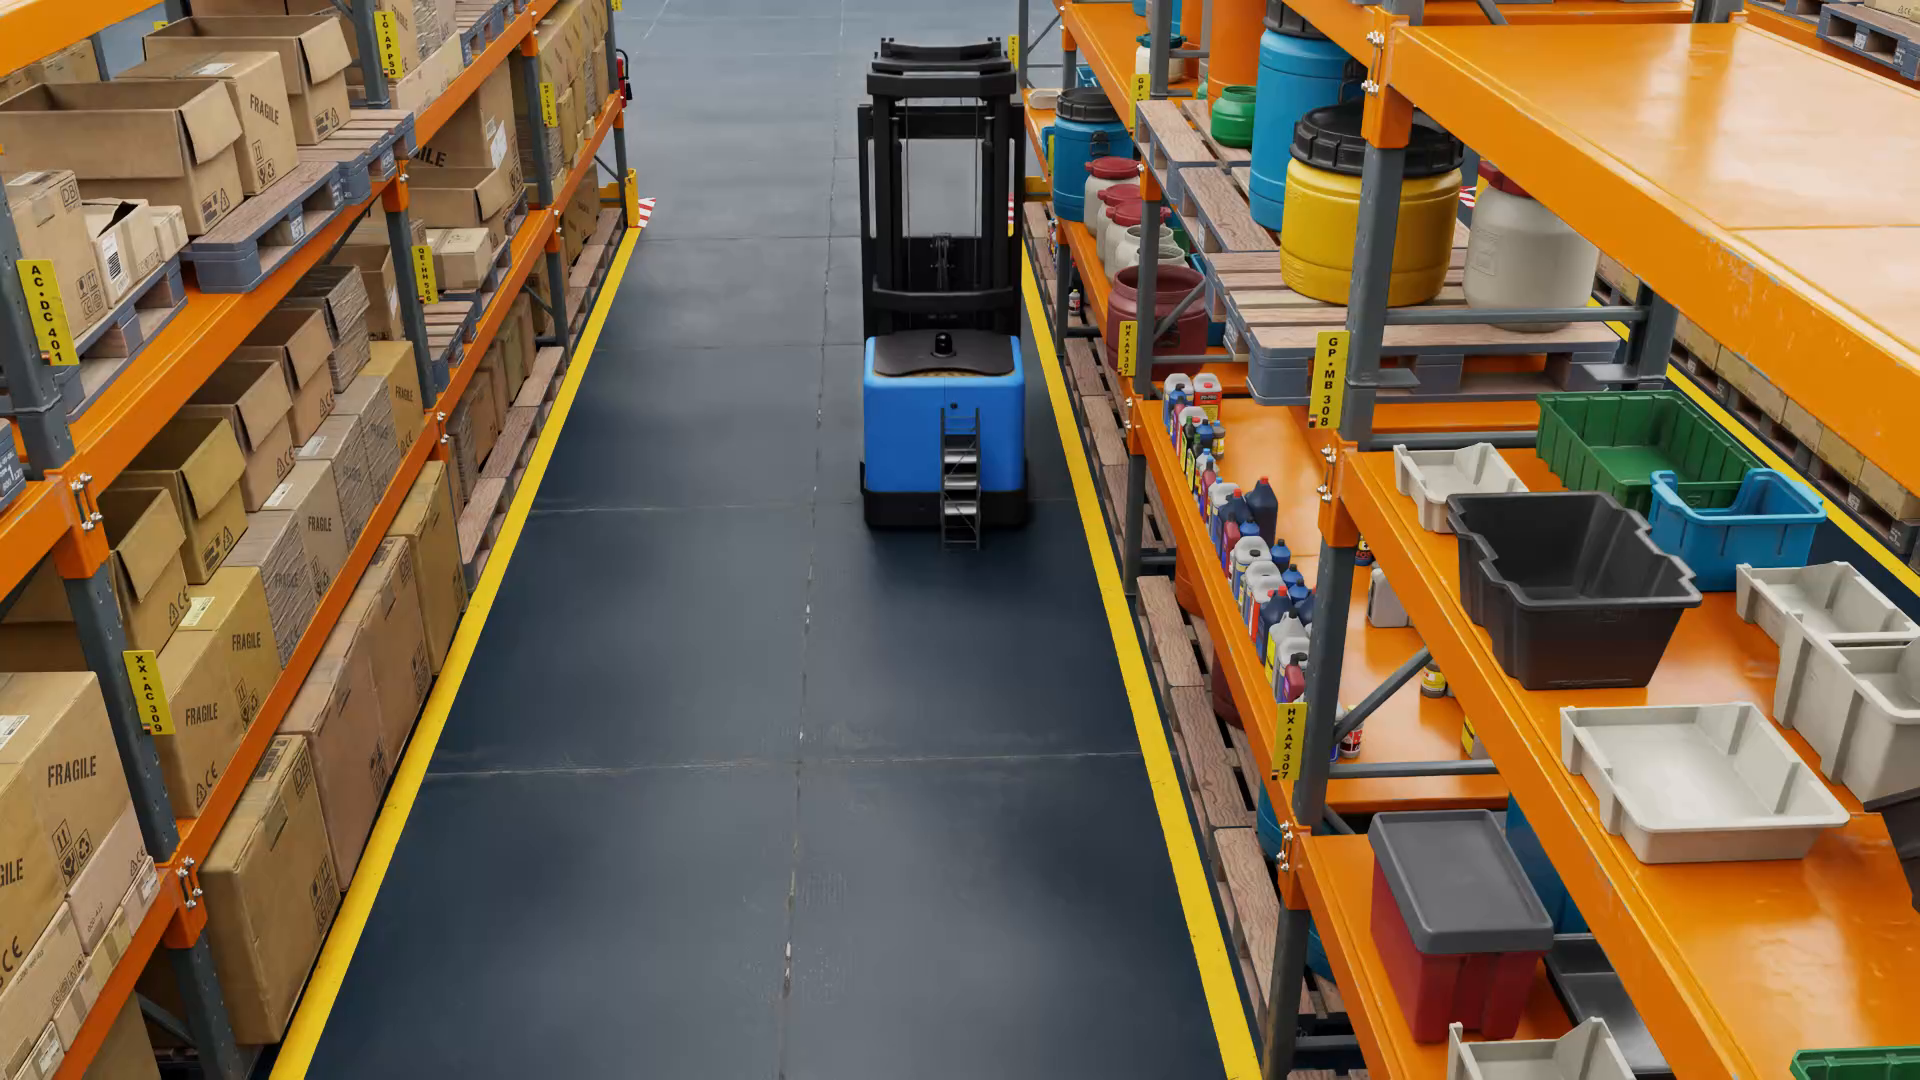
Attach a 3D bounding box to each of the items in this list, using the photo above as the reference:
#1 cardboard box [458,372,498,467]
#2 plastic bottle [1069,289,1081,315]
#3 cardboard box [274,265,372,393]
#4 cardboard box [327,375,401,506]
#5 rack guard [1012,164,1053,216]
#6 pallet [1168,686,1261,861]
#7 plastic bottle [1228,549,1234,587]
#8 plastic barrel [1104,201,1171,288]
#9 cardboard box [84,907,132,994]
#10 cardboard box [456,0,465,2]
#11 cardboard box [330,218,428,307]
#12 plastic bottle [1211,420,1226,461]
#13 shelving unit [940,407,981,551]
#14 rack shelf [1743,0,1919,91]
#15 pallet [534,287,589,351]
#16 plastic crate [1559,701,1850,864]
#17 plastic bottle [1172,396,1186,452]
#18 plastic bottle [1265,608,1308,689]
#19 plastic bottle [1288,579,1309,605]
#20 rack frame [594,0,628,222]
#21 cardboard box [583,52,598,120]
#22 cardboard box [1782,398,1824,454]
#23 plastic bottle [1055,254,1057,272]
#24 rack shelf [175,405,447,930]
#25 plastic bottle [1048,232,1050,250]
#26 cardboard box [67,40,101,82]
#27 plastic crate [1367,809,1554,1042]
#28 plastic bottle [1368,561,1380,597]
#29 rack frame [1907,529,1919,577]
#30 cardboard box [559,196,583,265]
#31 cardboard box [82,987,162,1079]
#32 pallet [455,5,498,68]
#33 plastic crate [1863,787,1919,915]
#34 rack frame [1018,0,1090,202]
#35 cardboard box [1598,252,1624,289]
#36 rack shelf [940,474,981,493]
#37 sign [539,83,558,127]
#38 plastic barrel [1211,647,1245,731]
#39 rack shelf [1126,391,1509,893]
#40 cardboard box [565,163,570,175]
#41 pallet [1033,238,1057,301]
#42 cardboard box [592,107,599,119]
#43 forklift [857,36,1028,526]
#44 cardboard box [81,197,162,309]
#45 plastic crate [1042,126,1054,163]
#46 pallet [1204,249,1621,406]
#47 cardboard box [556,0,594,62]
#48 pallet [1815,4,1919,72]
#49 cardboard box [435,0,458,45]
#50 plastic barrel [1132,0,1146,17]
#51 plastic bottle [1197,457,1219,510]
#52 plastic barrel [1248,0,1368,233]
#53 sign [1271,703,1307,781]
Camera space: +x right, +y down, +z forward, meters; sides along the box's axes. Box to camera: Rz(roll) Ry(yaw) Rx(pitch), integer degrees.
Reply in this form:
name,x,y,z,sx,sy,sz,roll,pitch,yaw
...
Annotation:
name,x,y,z,sx,sy,sz,roll,pitch,yaw
cardboard box,-3.583,-0.820,11.305,0.700,0.500,0.500,1,28,2
plastic bottle,0.957,-1.988,13.868,0.097,0.201,0.097,0,28,0
cardboard box,-3.428,-1.058,8.341,0.797,0.503,0.637,0,28,-1
cardboard box,-3.157,-0.499,8.354,0.500,0.500,0.500,-2,28,-3
rack guard,1.129,-3.578,17.070,1.175,0.500,0.348,-1,28,-3
pallet,1.640,1.135,8.345,1.003,0.211,1.213,-1,28,-3
plastic bottle,1.264,0.111,7.508,0.097,0.201,0.097,0,28,0
plastic barrel,1.179,-1.948,11.094,0.433,0.535,0.433,0,28,0
cardboard box,-2.884,1.304,5.278,0.380,0.149,0.250,-1,28,-2
cardboard box,-3.510,-3.779,11.199,0.396,0.266,0.258,0,28,-1
cardboard box,-3.647,-1.641,10.090,0.700,0.500,0.500,3,28,5
plastic bottle,1.344,-0.528,8.734,0.097,0.201,0.097,0,28,0
shelving unit,0.001,-0.381,10.508,0.258,0.900,0.210,-1,28,-1
rack shelf,6.338,-3.079,10.944,1.077,0.370,4.000,-1,28,-3
pallet,-3.729,-1.827,14.024,1.003,0.211,1.213,-1,28,-3
plastic crate,1.558,0.507,3.576,0.437,0.136,0.530,-1,28,-3
plastic bottle,1.167,-0.614,8.810,0.061,0.283,0.133,-1,28,-3
plastic bottle,1.330,0.426,6.742,0.144,0.351,0.185,-1,28,-3
plastic bottle,1.440,0.291,7.088,0.097,0.271,0.097,0,28,0
rack frame,-3.868,-4.601,16.328,1.000,3.000,0.127,-1,28,-3
cardboard box,-3.738,-4.063,14.866,0.875,0.500,0.500,-1,28,-3
cardboard box,6.118,-0.819,11.595,0.500,0.250,0.500,-1,28,-1
plastic bottle,0.901,-2.485,14.821,0.097,0.201,0.097,0,28,0
rack shelf,-3.346,0.336,7.640,1.077,0.370,4.000,-1,28,-3
plastic bottle,0.867,-2.782,15.391,0.097,0.201,0.097,0,28,0
cardboard box,-8.762,-4.424,15.827,0.875,0.550,0.550,-1,28,-3
plastic crate,1.501,1.184,5.101,0.402,0.464,0.583,-1,28,-3
plastic bottle,1.877,0.163,7.409,0.097,0.201,0.097,0,28,0
rack frame,6.443,-1.144,9.700,1.000,3.000,0.127,-1,28,-3
cardboard box,-3.773,-2.825,15.173,0.500,0.500,0.500,1,28,2
cardboard box,-3.287,2.003,5.509,0.875,0.875,0.875,-1,28,-3
pallet,-3.676,-3.234,10.666,1.213,0.211,1.003,-1,28,-3
plastic crate,2.109,0.654,3.077,0.504,0.338,0.767,-1,28,-3
rack frame,1.078,-4.721,16.557,1.000,3.000,0.127,-1,28,-3
cardboard box,5.975,-2.398,14.624,0.500,0.250,0.500,-1,28,-3
rack shelf,0.001,-0.352,10.523,0.258,0.077,0.200,-1,28,-1
sign,-3.105,-3.282,12.548,0.100,0.325,0.005,-1,28,-3
plastic barrel,1.598,0.604,8.502,0.600,0.588,0.708,-1,28,-3
rack shelf,1.601,0.216,7.869,1.077,0.370,4.000,-1,28,-3
cardboard box,-3.433,-3.095,13.712,0.380,0.149,0.250,-1,28,-3
pallet,1.227,-2.513,15.340,1.003,0.211,1.213,-1,28,-3
cardboard box,-3.572,-4.018,15.481,0.380,0.149,0.250,-1,28,-3
forklift,-0.129,-2.031,11.475,1.130,2.935,3.031,-1,28,-1
cardboard box,-3.209,-1.045,5.908,0.500,0.311,0.500,-2,28,-4
plastic crate,0.958,-3.312,14.017,0.499,0.251,0.616,-1,28,-3
pallet,1.566,-0.785,5.972,1.213,0.211,1.003,-1,28,-3
cardboard box,-3.537,-4.511,14.644,0.500,0.500,0.500,-1,28,-3
pallet,6.257,-3.218,10.637,1.003,0.211,1.213,0,28,0
cardboard box,-3.274,-3.192,9.735,0.500,0.500,0.500,-2,28,-4
plastic barrel,1.531,-4.196,11.766,0.600,0.901,0.708,-1,28,-3
plastic bottle,1.223,-0.281,8.183,0.097,0.271,0.097,0,28,0
plastic barrel,1.463,-1.702,6.530,0.600,0.901,0.708,-1,28,-3
sign,1.156,0.711,5.844,0.100,0.325,0.005,-1,28,-3
